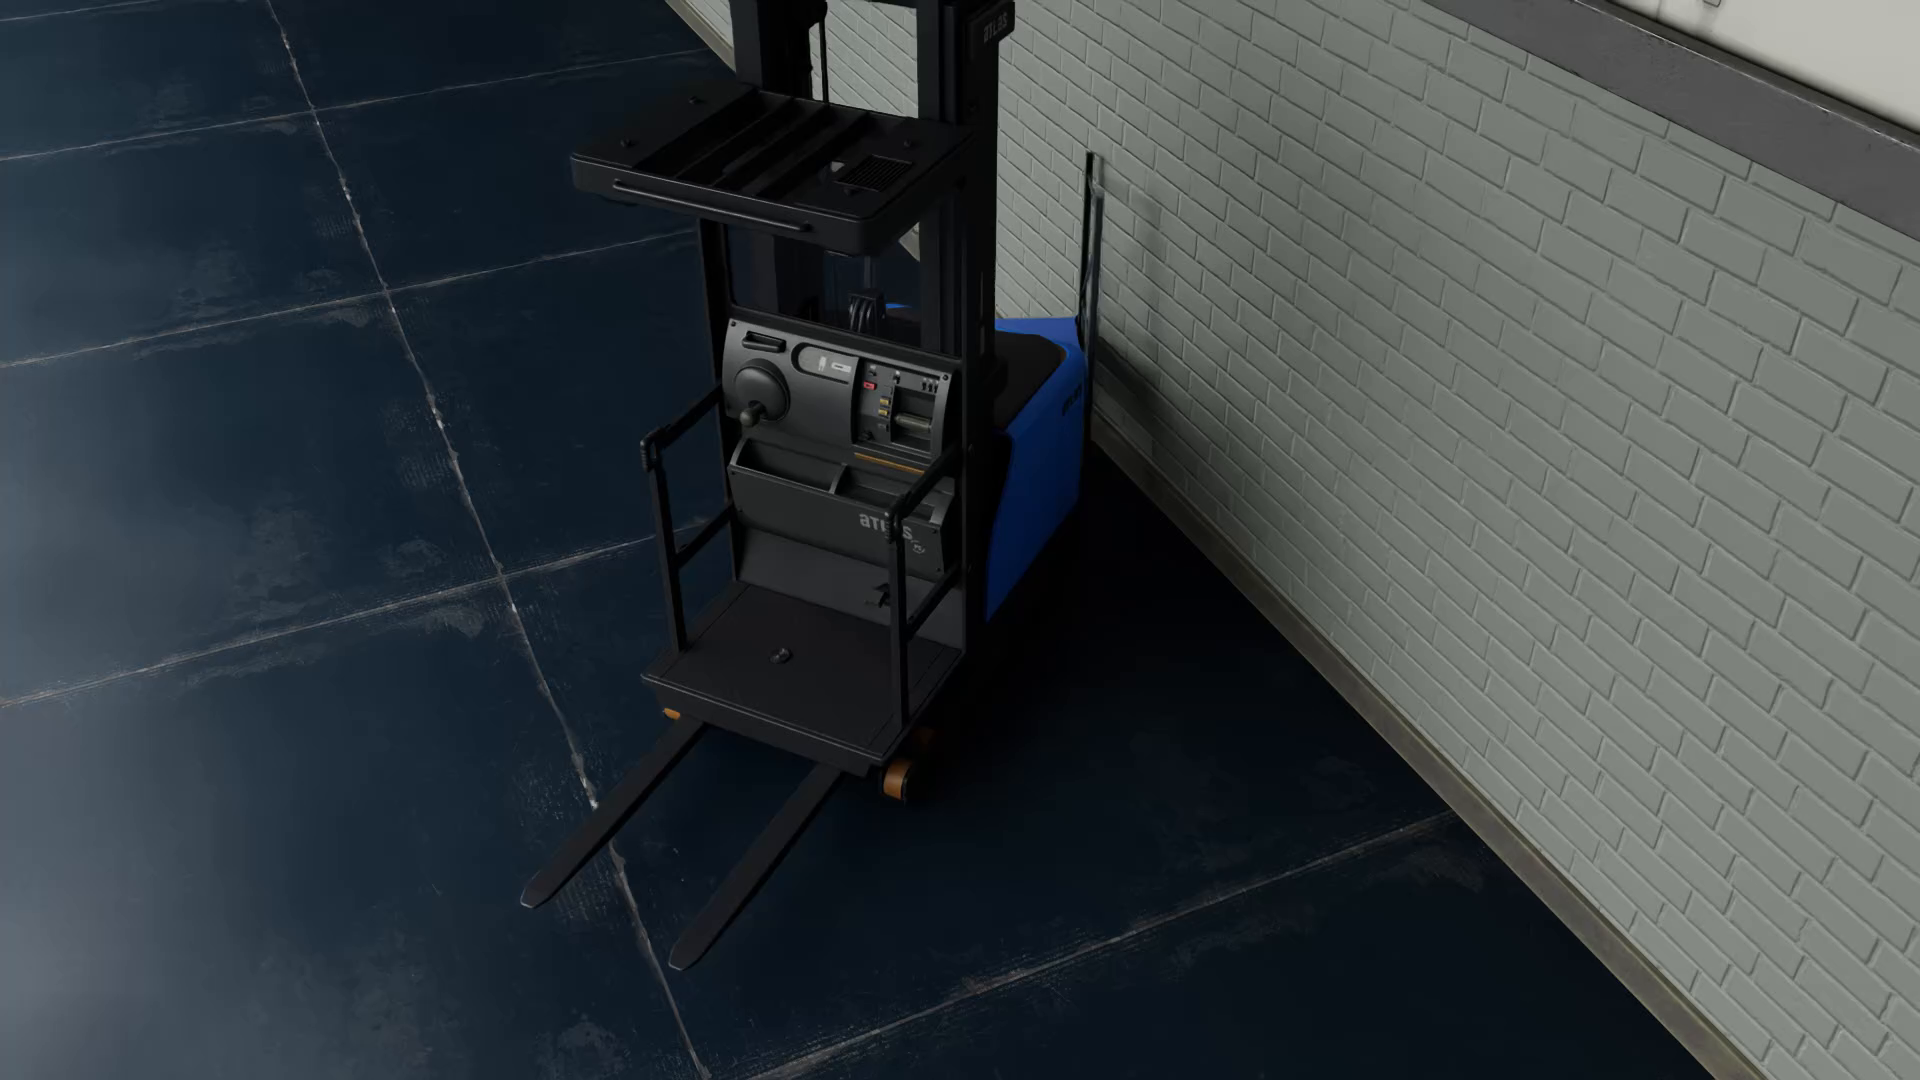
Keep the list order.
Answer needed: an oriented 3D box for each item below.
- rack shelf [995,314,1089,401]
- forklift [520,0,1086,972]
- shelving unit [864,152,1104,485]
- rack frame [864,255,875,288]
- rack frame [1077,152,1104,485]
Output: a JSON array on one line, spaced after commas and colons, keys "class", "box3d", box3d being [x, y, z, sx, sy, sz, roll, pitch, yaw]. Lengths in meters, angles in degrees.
[{"class": "rack shelf", "box3d": [0.091, -0.870, 7.956, 1.000, 0.185, 0.538, -1, 36, -2]}, {"class": "forklift", "box3d": [-0.549, -0.478, 5.935, 1.130, 2.935, 3.031, 16, 40, 21]}, {"class": "shelving unit", "box3d": [0.091, -1.015, 7.851, 1.048, 1.500, 0.538, -1, 36, -2]}, {"class": "rack frame", "box3d": [-0.417, -1.007, 7.837, 0.032, 1.500, 0.500, -1, 36, -2]}, {"class": "rack frame", "box3d": [0.599, -1.024, 7.864, 0.032, 1.500, 0.500, -1, 36, -2]}]
